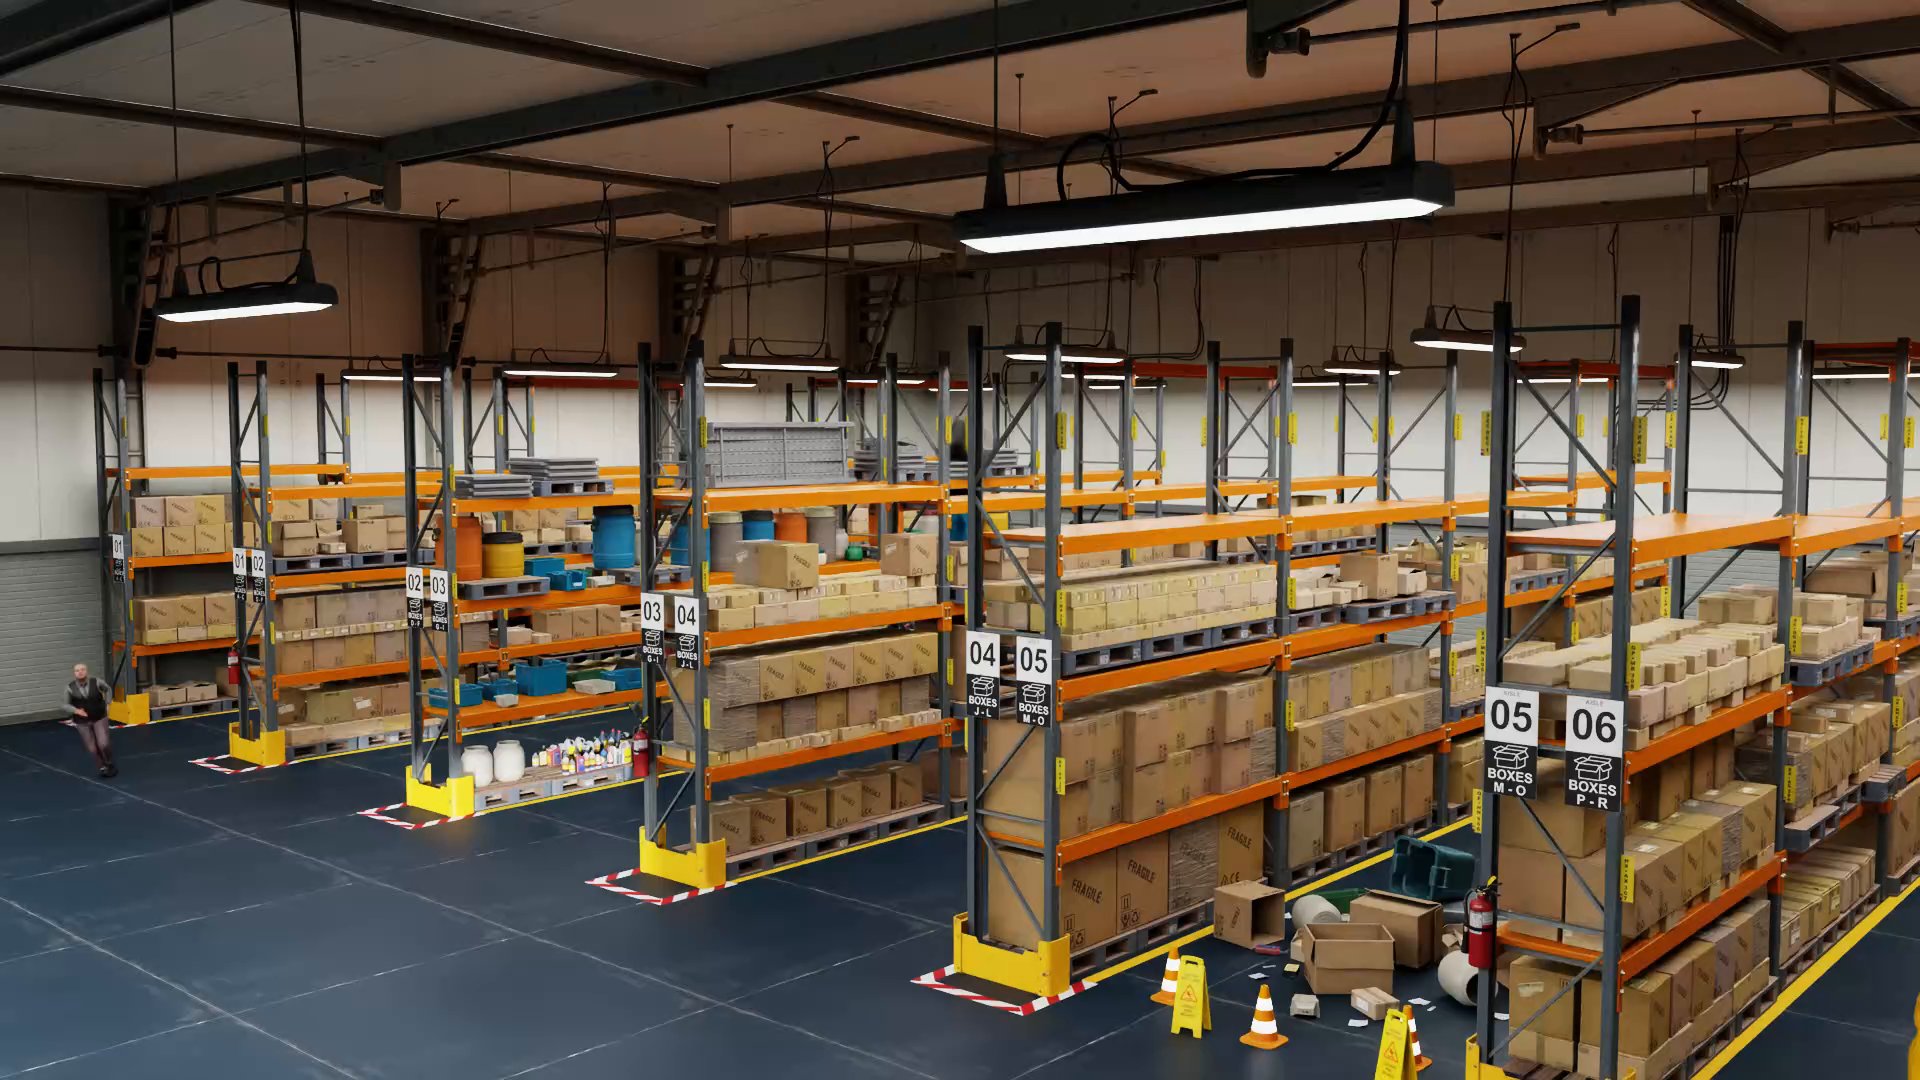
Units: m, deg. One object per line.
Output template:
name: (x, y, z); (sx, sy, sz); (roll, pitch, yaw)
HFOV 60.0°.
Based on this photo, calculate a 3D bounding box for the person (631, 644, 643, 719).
person: (-5.057, 2.411, 26.828); (0.623, 1.539, 0.600); (2, 5, 28)

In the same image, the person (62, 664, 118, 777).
person: (-12.405, 2.583, 23.695); (0.674, 1.660, 0.638); (-2, 5, -23)
